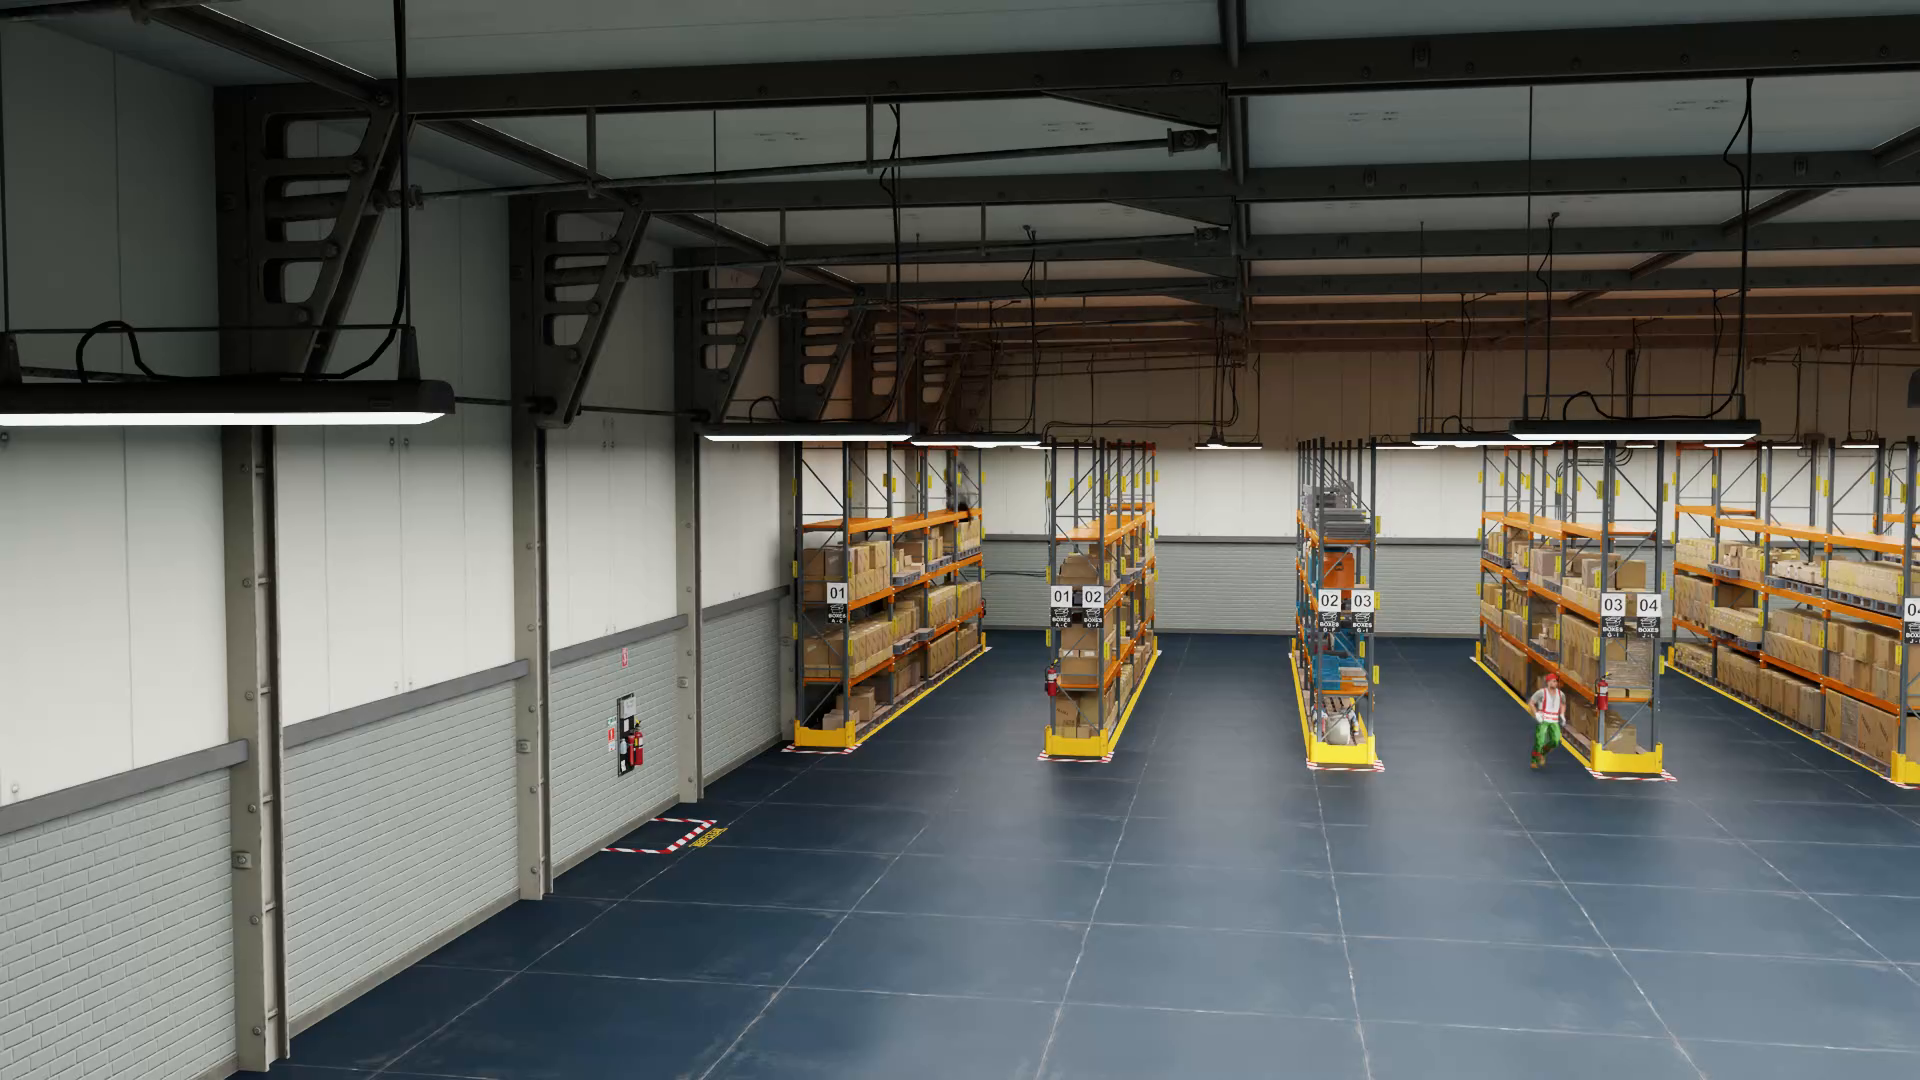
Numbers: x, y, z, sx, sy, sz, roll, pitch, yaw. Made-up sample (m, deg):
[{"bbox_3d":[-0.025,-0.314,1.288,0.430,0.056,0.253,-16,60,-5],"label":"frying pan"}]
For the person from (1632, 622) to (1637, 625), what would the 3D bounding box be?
[{"bbox_3d":[18.685,2.459,45.798,0.561,1.675,0.774,-1,3,-17],"label":"person"}]

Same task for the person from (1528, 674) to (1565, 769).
[{"bbox_3d":[10.614,3.271,29.934,0.716,1.725,0.529,0,3,-1],"label":"person"}]
